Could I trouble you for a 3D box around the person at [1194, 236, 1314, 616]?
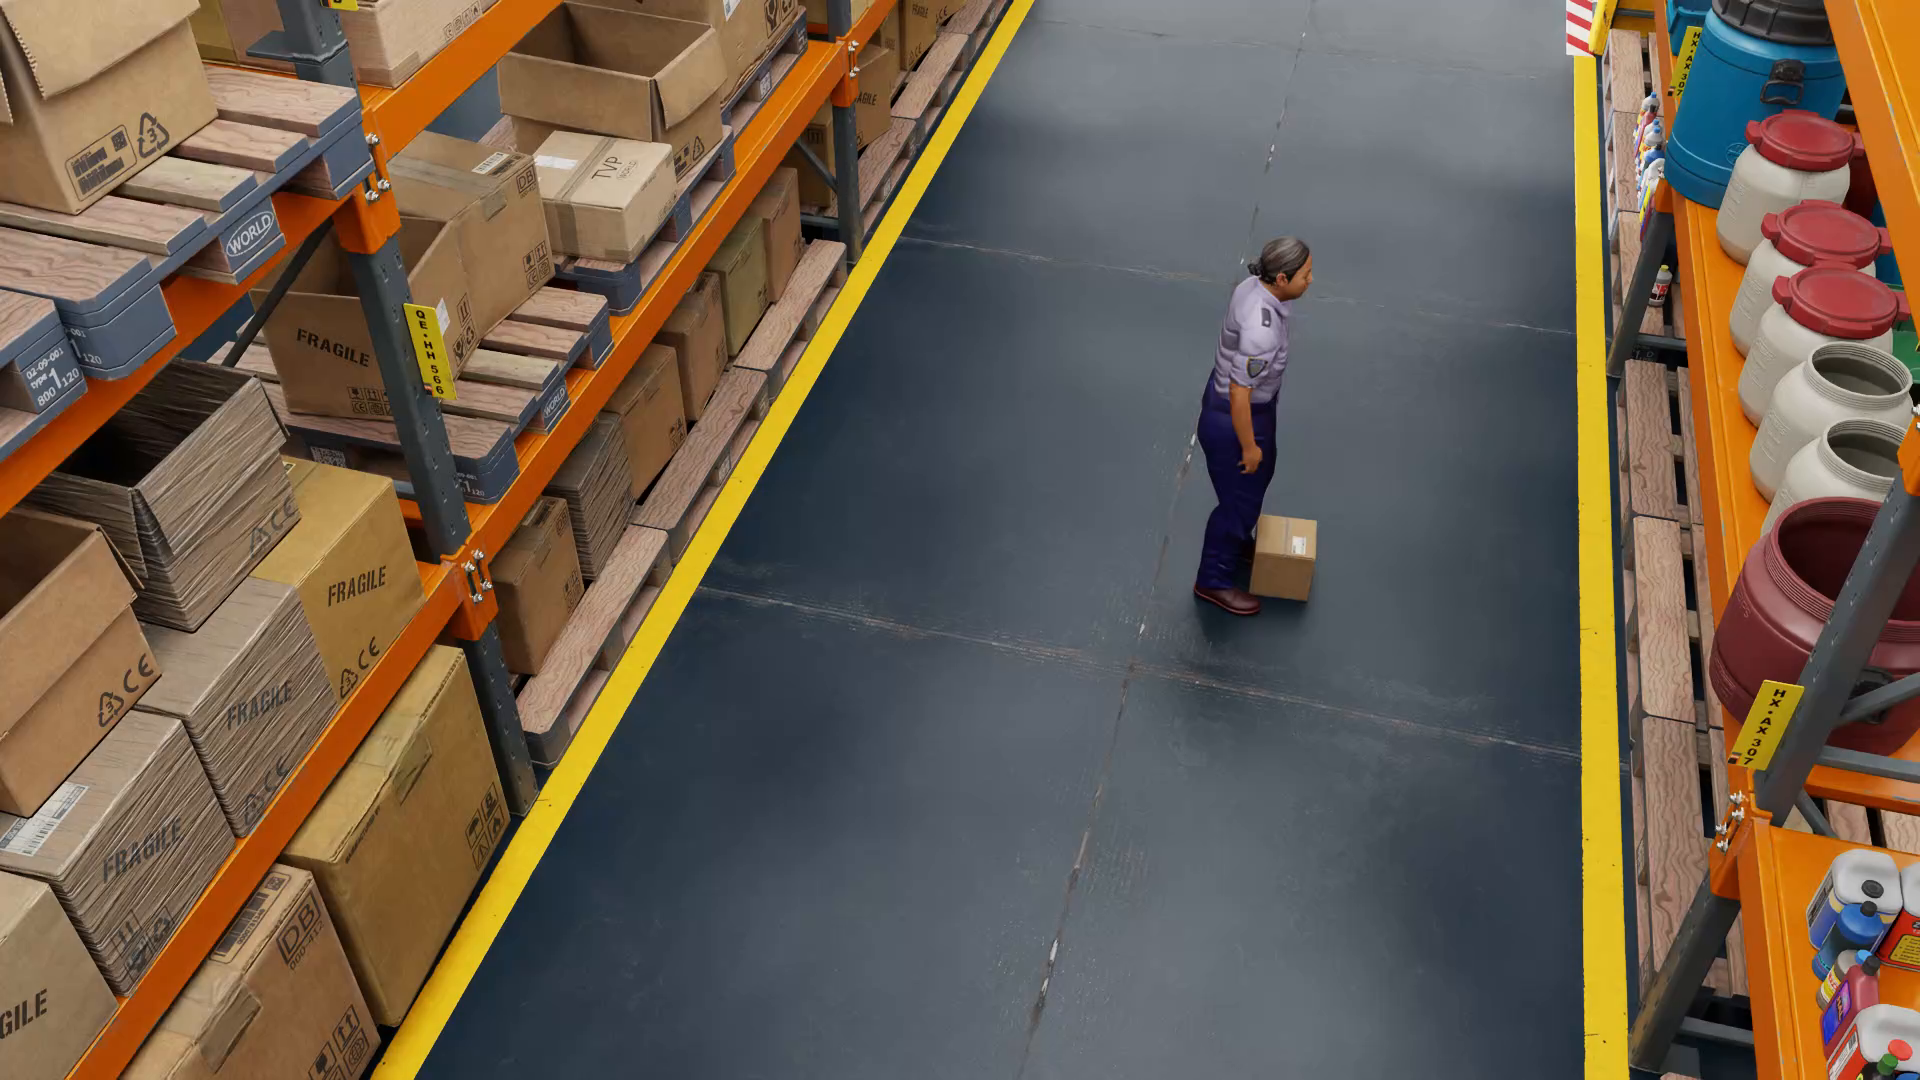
[{"bbox_3d":[1.183,-0.487,6.719,0.422,1.652,0.564,8,42,9],"label":"person"}]
